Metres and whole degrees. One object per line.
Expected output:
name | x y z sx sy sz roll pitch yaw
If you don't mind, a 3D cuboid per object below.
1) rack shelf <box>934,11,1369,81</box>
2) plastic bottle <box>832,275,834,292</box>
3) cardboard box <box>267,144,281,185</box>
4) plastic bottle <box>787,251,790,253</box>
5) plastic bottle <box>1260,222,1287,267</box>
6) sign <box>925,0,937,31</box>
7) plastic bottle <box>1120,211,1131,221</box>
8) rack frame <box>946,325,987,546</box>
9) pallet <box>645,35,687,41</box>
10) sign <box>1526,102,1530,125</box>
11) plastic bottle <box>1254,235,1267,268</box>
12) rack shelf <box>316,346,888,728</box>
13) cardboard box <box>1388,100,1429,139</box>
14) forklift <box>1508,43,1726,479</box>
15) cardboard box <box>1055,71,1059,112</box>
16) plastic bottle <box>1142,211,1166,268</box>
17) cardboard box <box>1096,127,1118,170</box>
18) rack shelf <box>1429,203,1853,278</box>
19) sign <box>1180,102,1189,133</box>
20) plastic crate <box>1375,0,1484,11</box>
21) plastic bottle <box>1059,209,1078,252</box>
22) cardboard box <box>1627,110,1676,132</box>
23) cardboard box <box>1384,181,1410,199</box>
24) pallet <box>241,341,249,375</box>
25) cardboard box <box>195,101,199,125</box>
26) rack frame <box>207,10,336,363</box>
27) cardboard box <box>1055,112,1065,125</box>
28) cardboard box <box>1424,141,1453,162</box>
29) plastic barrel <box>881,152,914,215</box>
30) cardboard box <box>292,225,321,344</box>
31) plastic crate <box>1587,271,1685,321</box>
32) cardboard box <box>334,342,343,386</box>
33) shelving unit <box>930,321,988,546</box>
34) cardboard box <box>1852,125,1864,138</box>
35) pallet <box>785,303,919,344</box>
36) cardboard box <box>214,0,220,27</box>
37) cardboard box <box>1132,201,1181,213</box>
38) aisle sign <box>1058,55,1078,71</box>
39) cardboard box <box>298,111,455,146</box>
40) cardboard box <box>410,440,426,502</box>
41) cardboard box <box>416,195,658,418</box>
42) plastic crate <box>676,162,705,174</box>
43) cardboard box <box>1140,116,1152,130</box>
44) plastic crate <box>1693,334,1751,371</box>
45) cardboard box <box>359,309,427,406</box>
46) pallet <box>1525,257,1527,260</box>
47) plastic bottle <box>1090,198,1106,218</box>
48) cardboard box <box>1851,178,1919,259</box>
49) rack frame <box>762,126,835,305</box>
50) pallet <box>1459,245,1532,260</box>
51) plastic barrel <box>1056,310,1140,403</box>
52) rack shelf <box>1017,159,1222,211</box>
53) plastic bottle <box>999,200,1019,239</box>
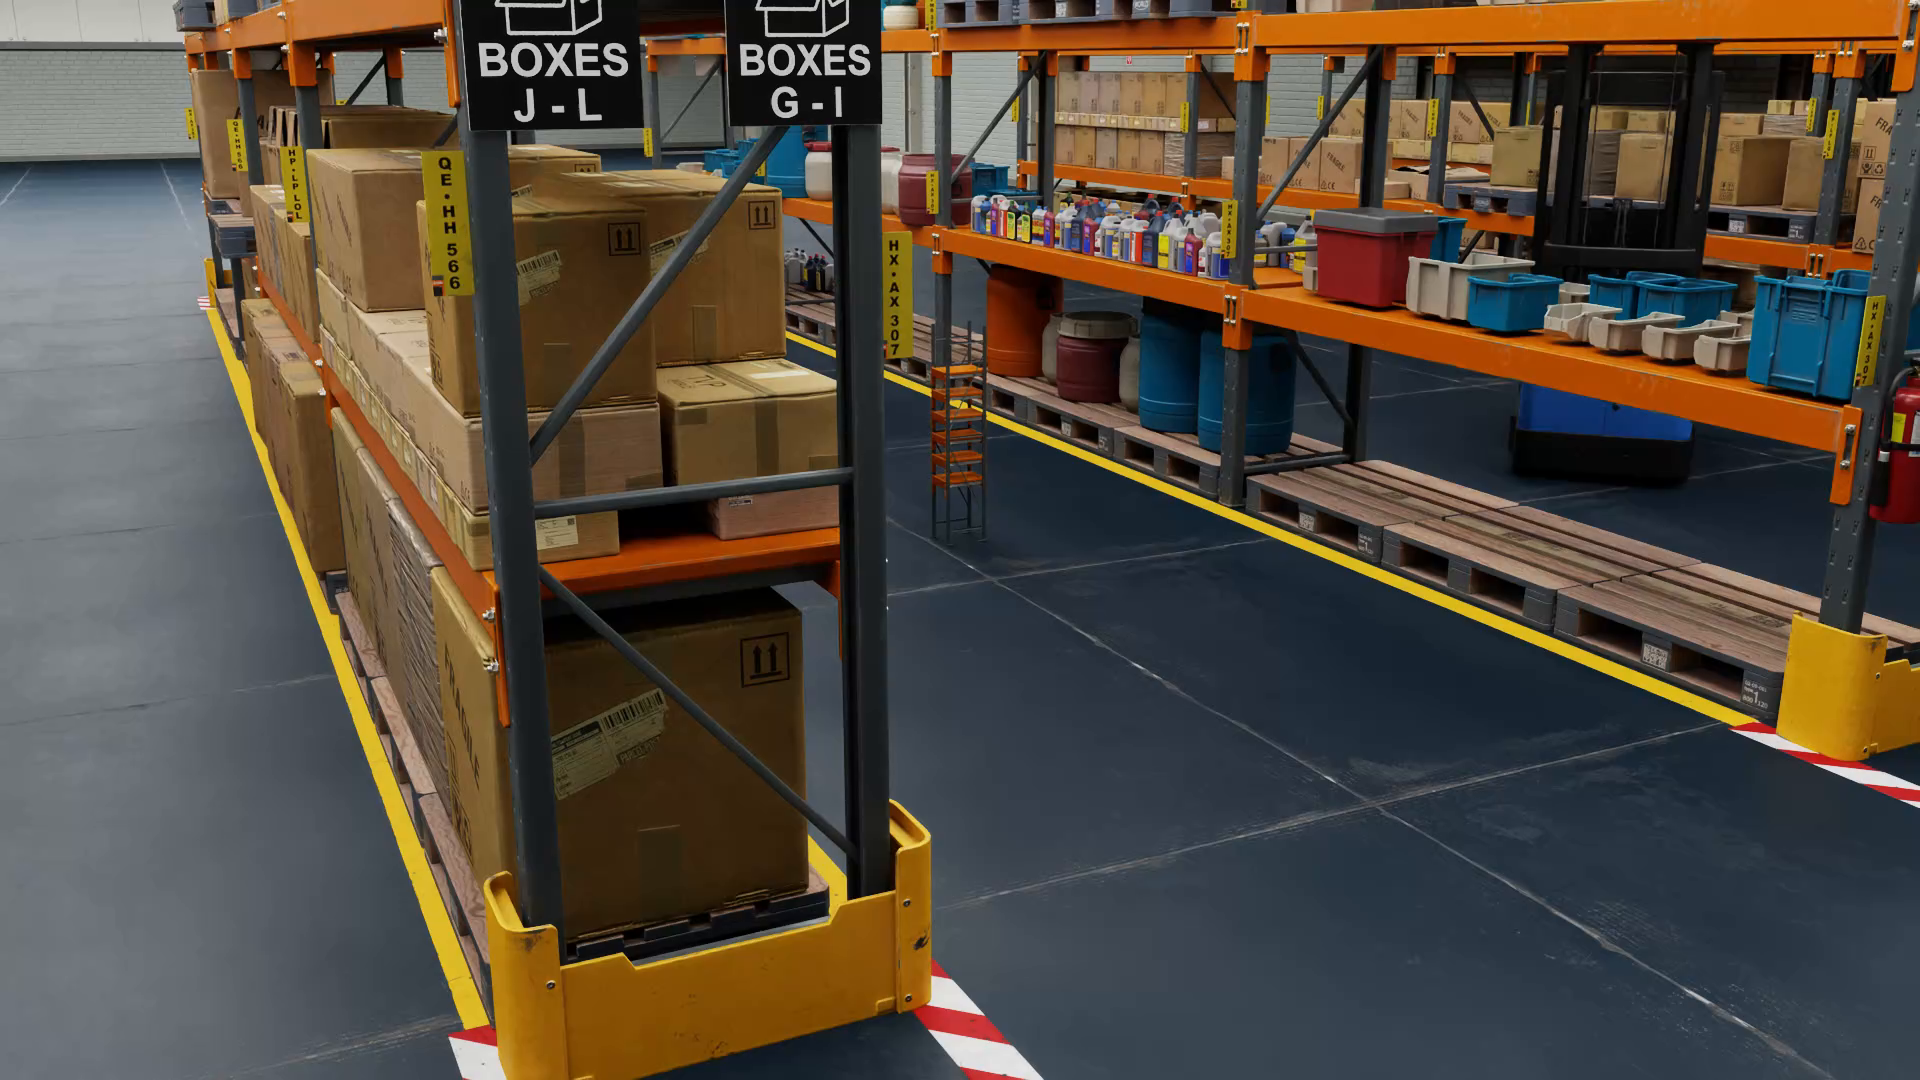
rack shelf | 1.154 -3.295 11.160 1.077 0.370 4.000 -8 18 -25
plastic bottle | -1.310 -2.735 17.619 0.097 0.201 0.097 0 16 0
cardboard box | -4.447 -2.475 11.495 0.500 0.500 0.500 -10 19 -32
plastic bottle | -1.961 -3.155 18.933 0.061 0.283 0.133 -7 18 -24
plastic bottle | 2.009 -1.895 10.640 0.152 0.276 0.135 -8 18 -25
sign | -0.214 -4.018 12.565 0.100 0.325 0.005 -8 18 -25
plastic bottle | 1.229 -2.317 12.248 0.097 0.201 0.097 0 16 0
rack frame | 0.034 -0.558 9.019 0.240 1.200 0.006 -8 18 -25
pallet | -2.953 -5.812 18.971 1.003 0.211 1.213 -8 18 -25
sign | 5.215 -3.879 15.373 0.100 0.325 0.005 -8 18 -25
plastic bottle | 1.905 -1.839 10.581 0.097 0.201 0.097 0 16 0
rack shelf | -1.546 -0.262 6.032 1.077 0.370 4.000 -8 18 -25
cardboard box | 6.046 -5.766 22.782 0.500 0.500 0.500 -8 18 -27
forklift | 4.522 -2.152 11.437 1.130 2.935 3.031 6 17 19
cardboard box | 1.443 -5.817 21.550 0.700 0.500 0.500 -8 18 -25
plastic bottle | 1.252 -1.913 10.569 0.144 0.351 0.185 -8 18 -25
cardboard box | 2.101 -4.823 20.438 0.700 0.500 0.500 -7 17 -23
rack shelf | 5.608 -2.450 13.656 1.077 0.370 4.000 -8 18 -25
sign | 2.481 -4.671 18.376 0.100 0.325 0.005 -8 18 -25
plastic crate | 2.327 -2.741 8.162 0.497 0.269 0.590 -8 18 -25
plastic bottle | 0.784 -2.145 11.511 0.152 0.276 0.135 -8 18 -25
cardboard box | 8.178 -4.714 19.260 0.700 0.500 0.500 -5 17 -17
cardboard box | 4.089 -3.361 15.980 0.380 0.149 0.250 -8 18 -25
pallet | -5.585 -1.555 14.285 1.003 0.211 1.213 -8 18 -25
cardboard box | -7.251 -4.333 16.380 0.500 0.500 0.500 -8 18 -25
rack frame | -5.927 -3.088 14.573 1.000 3.000 0.127 -8 18 -25
cardboard box | 1.431 -5.385 21.221 0.380 0.149 0.250 -8 18 -25
cardboard box | 6.506 -5.149 21.992 0.500 0.250 0.500 -8 18 -25
plastic barrel | -0.550 -3.082 14.350 0.421 0.512 0.421 0 16 0
cardboard box | -2.873 -1.235 7.936 0.500 0.500 0.500 -8 18 -25
plastic crate | 3.262 -1.161 8.054 0.416 0.233 0.300 -8 18 -25
cardboard box | -2.361 -0.740 6.845 0.380 0.149 0.250 -7 17 -23
shelving unit | -0.006 -0.580 9.098 0.258 1.200 0.189 -8 18 -25
cardboard box | 9.166 -3.941 16.789 0.500 0.500 0.500 -7 17 -23
pallet | -1.096 -2.156 16.381 1.003 0.211 1.213 -8 18 -25
cardboard box | -5.051 -3.800 11.889 0.500 0.250 0.500 -7 17 -23
cardboard box | 2.371 -3.739 19.705 0.500 0.500 0.500 -8 18 -25
aisle sign | 1.462 -6.577 22.019 0.394 0.787 0.004 -8 18 -25
cardboard box | -3.000 -1.963 8.655 0.797 0.503 0.637 -7 18 -24
cardboard box | -1.456 -0.229 5.066 0.380 0.149 0.250 -7 18 -24
cardboard box | -1.120 -0.633 4.391 0.500 0.500 0.500 -7 18 -24
plastic crate | -3.125 -4.291 19.242 0.298 0.136 0.250 -8 18 -25
cardboard box | 2.328 -4.877 19.449 0.380 0.149 0.250 -8 18 -25
plastic crate | 3.262 -0.793 6.946 0.396 0.136 0.243 -8 18 -25
cardboard box | -1.798 -0.652 5.817 0.500 0.250 0.500 -8 18 -25
pallet | 7.773 -3.350 20.543 1.003 0.211 1.213 -8 18 -25
plastic bottle | 0.928 -2.192 11.541 0.144 0.351 0.185 -8 18 -25
cardboard box | 6.462 -2.189 11.260 0.500 0.500 0.500 -7 17 -23
rack frame | -1.475 -3.686 16.659 1.000 3.000 0.127 -8 18 -25
pallet | 7.105 -3.705 21.780 1.003 0.211 1.213 -8 18 -25
plastic barrel | 1.002 -1.338 12.086 0.600 0.588 0.708 -8 18 -25
rack shelf | 2.103 -4.434 20.568 1.077 0.370 4.000 -8 18 -25
plastic bottle | 0.379 -2.374 12.310 0.152 0.276 0.135 -8 18 -25
